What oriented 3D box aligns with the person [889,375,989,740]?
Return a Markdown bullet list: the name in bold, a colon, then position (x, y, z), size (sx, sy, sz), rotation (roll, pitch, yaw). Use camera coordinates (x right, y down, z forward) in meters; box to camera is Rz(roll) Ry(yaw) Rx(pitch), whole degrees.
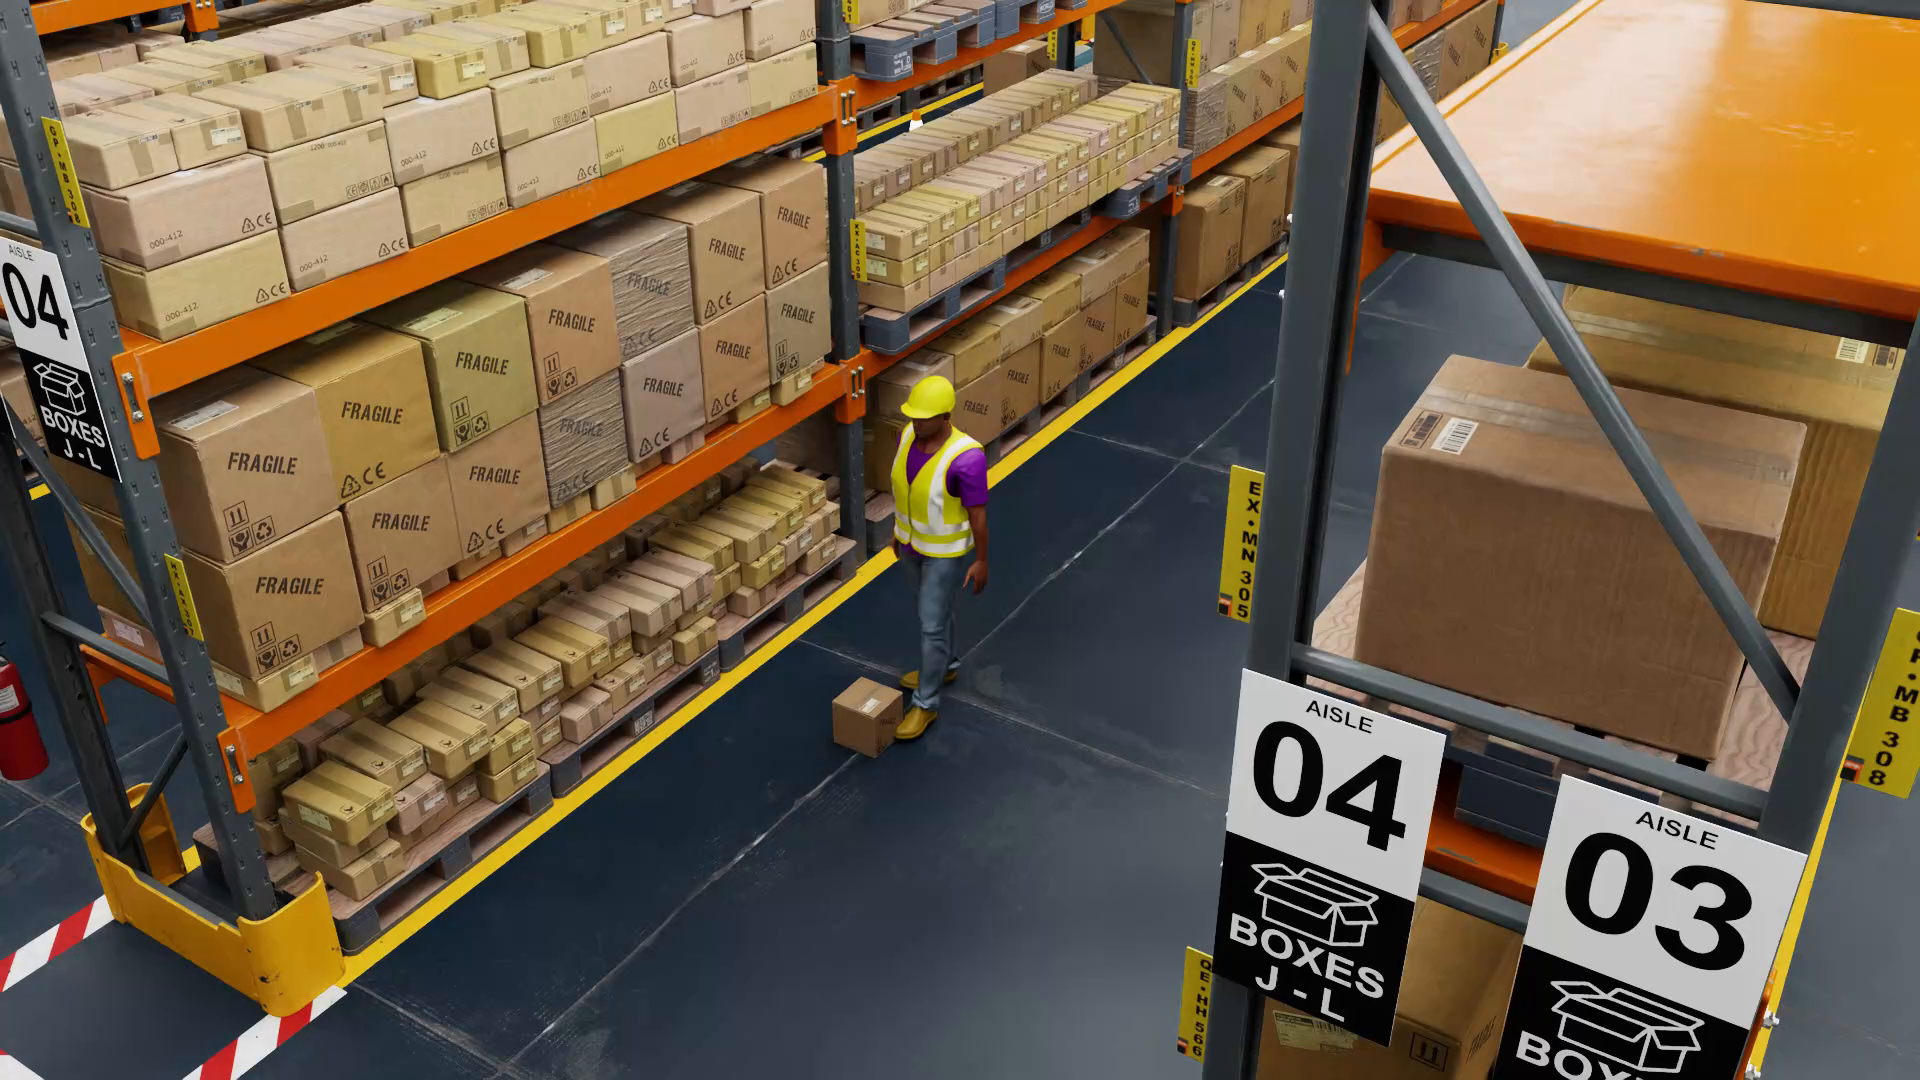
- **person**: position (-0.213, 0.060, 8.040), size (0.643, 1.760, 0.621), rotation (-25, 39, -36)
